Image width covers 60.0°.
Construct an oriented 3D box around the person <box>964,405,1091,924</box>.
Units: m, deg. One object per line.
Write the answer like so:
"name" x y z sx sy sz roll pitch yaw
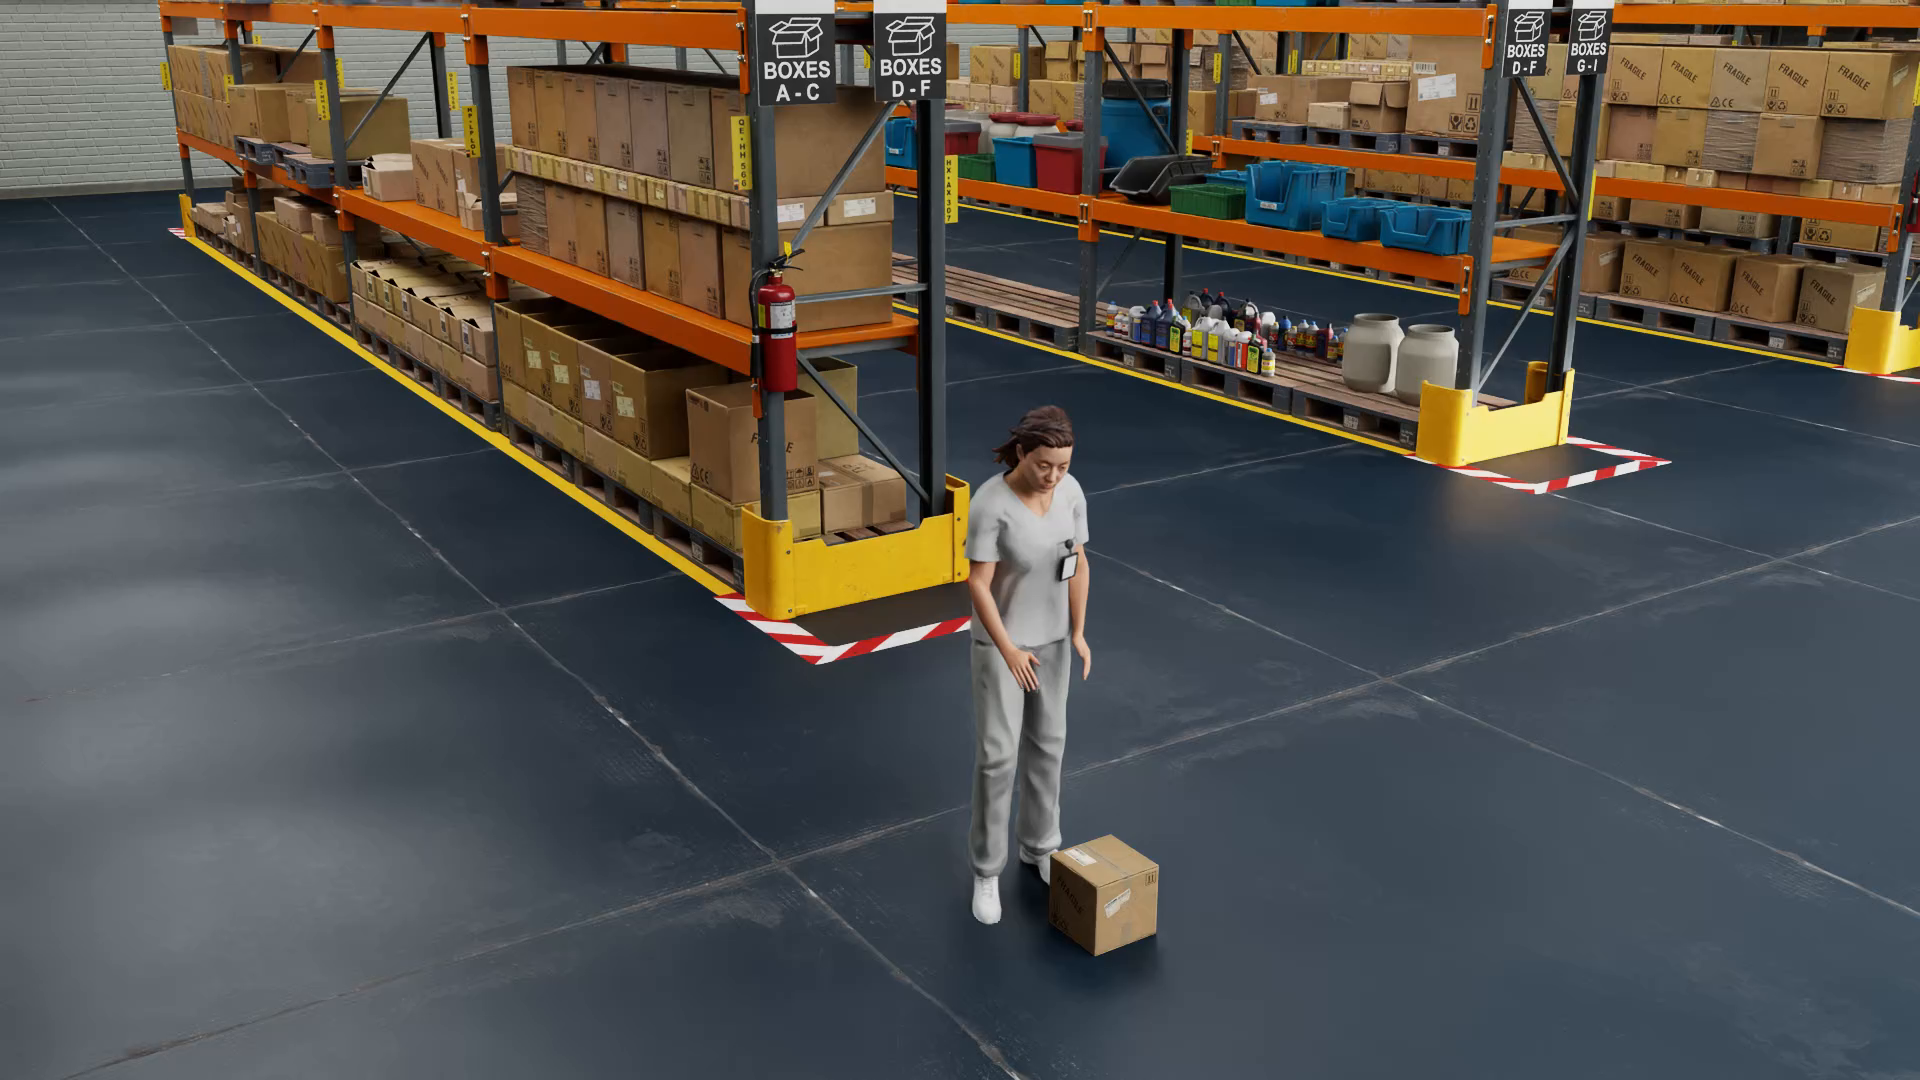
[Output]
"person" 0.222 0.384 5.399 0.503 1.694 0.496 -9 20 -26
